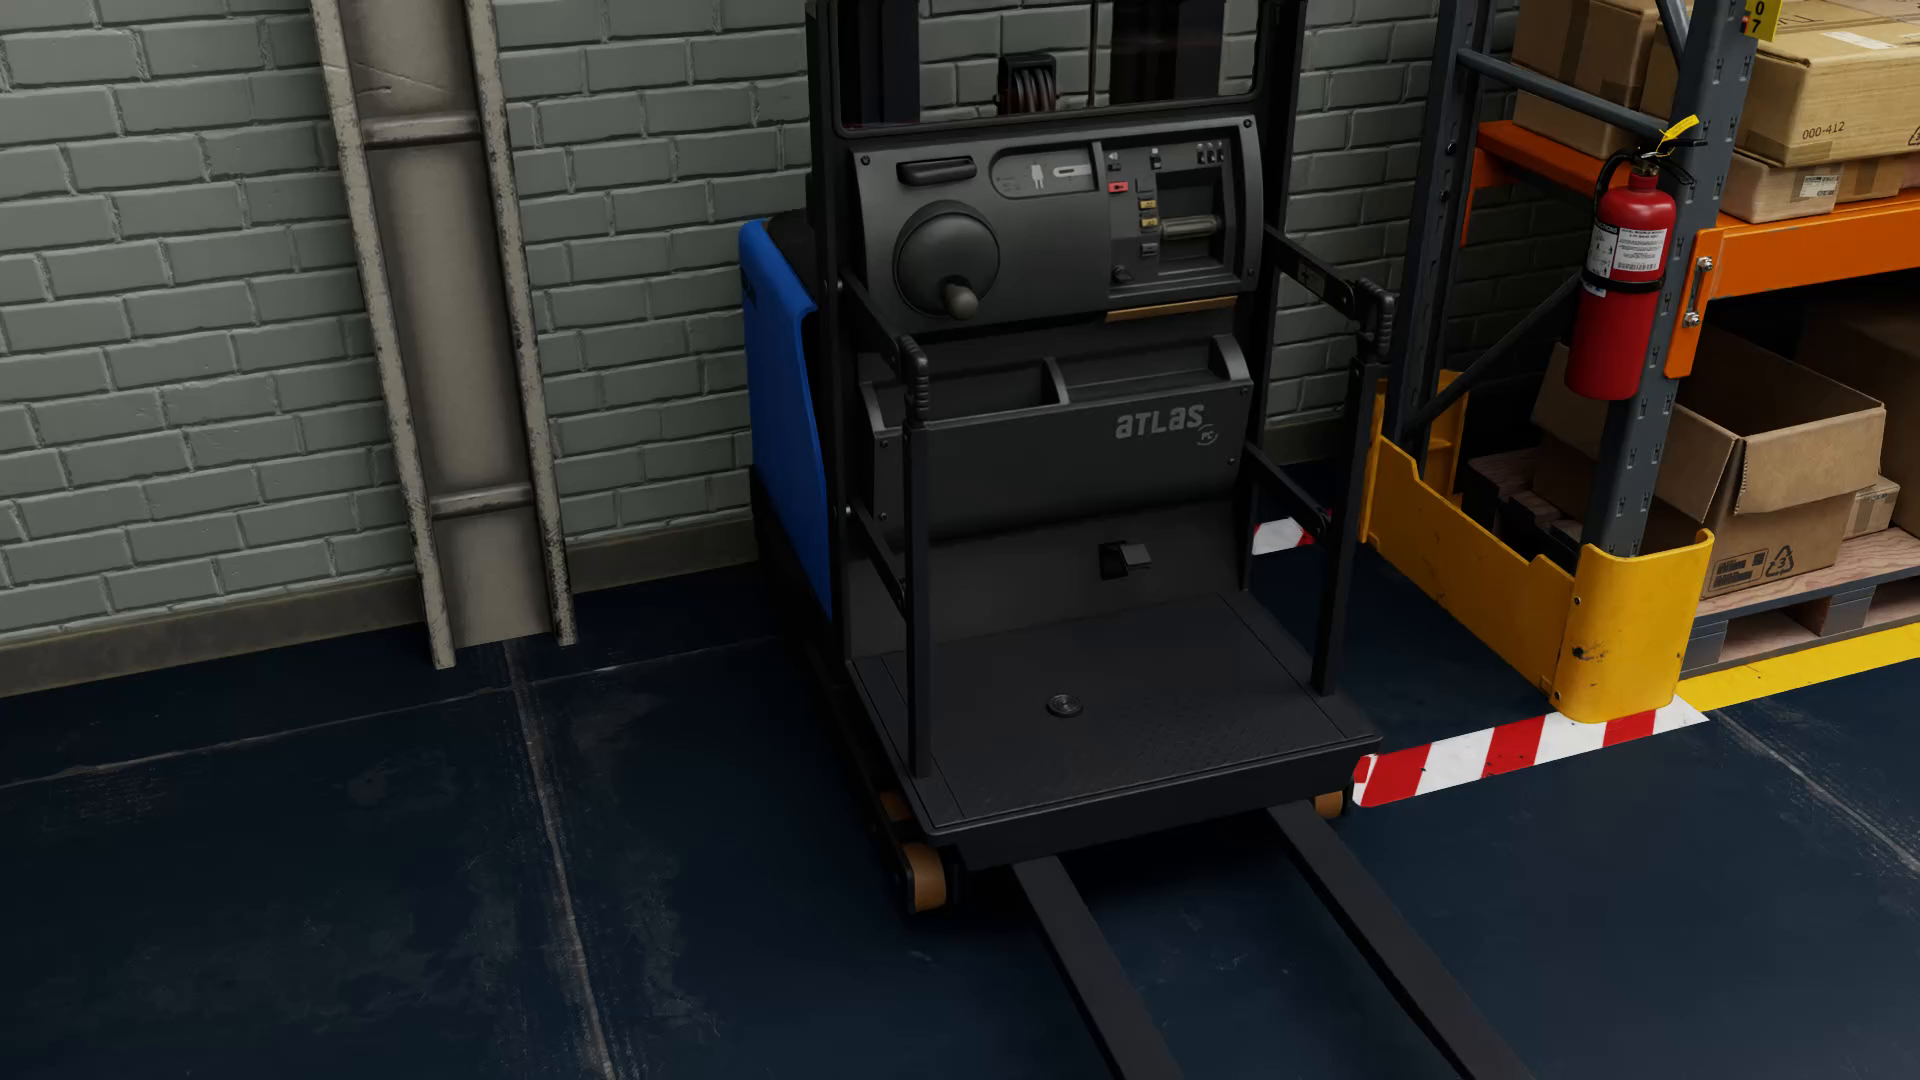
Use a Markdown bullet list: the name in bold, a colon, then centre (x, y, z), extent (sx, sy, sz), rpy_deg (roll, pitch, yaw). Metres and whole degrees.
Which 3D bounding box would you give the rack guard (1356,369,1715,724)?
- **rack guard**: centre (1.587, -0.022, 4.784), extent (0.348, 0.500, 1.175), rpy_deg (-10, 31, -18)

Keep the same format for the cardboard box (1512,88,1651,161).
- **cardboard box**: centre (1.733, -1.168, 4.523), extent (0.250, 0.149, 0.380), rpy_deg (-11, 31, -18)

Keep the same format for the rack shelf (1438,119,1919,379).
- **rack shelf**: centre (3.390, -1.128, 4.926), extent (4.000, 0.370, 1.077), rpy_deg (-10, 31, -18)

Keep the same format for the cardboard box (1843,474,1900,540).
- **cardboard box**: centre (2.534, -0.156, 4.949), extent (0.250, 0.149, 0.380), rpy_deg (-12, 32, -20)

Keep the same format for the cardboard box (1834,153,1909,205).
- **cardboard box**: centre (2.141, -0.981, 4.195), extent (0.250, 0.149, 0.380), rpy_deg (-10, 31, -16)

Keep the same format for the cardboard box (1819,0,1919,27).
- **cardboard box**: centre (2.507, -1.200, 4.177), extent (0.500, 0.250, 0.500), rpy_deg (-10, 31, -17)

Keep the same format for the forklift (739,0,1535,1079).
- **forklift**: centre (0.298, -0.656, 3.441), extent (1.130, 2.935, 3.031), rpy_deg (-9, 31, -16)

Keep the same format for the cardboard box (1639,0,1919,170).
- **cardboard box**: centre (2.035, -1.113, 4.024), extent (0.500, 0.250, 0.500), rpy_deg (-10, 31, -17)

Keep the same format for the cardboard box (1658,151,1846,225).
- **cardboard box**: centre (1.919, -0.916, 4.081), extent (0.250, 0.149, 0.380), rpy_deg (-11, 31, -18)

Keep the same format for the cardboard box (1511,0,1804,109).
- **cardboard box**: centre (1.854, -1.362, 4.461), extent (0.500, 0.250, 0.500), rpy_deg (-10, 31, -16)

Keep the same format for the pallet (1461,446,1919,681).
- **pallet**: centre (2.334, -0.035, 5.098), extent (1.213, 0.211, 1.003), rpy_deg (-10, 31, -18)

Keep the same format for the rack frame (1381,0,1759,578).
- **rack frame**: centre (1.516, -1.095, 4.142), extent (0.127, 3.000, 1.000), rpy_deg (-10, 31, -18)

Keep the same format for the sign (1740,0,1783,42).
- **sign**: centre (1.705, -1.220, 3.486), extent (0.005, 0.325, 0.100), rpy_deg (-10, 31, -18)

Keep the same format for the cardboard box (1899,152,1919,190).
- **cardboard box**: centre (2.376, -1.042, 4.303), extent (0.250, 0.149, 0.380), rpy_deg (-11, 31, -18)

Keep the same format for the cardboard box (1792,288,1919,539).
- **cardboard box**: centre (2.937, -0.383, 4.993), extent (0.500, 0.500, 0.700), rpy_deg (-9, 31, -16)

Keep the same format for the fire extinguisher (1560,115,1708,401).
- **fire extinguisher**: centre (1.539, -0.660, 3.833), extent (0.183, 0.674, 0.296), rpy_deg (-10, 31, -18)

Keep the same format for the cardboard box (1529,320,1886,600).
- **cardboard box**: centre (2.122, -0.255, 4.764), extent (0.637, 0.503, 0.797), rpy_deg (-12, 32, -20)
